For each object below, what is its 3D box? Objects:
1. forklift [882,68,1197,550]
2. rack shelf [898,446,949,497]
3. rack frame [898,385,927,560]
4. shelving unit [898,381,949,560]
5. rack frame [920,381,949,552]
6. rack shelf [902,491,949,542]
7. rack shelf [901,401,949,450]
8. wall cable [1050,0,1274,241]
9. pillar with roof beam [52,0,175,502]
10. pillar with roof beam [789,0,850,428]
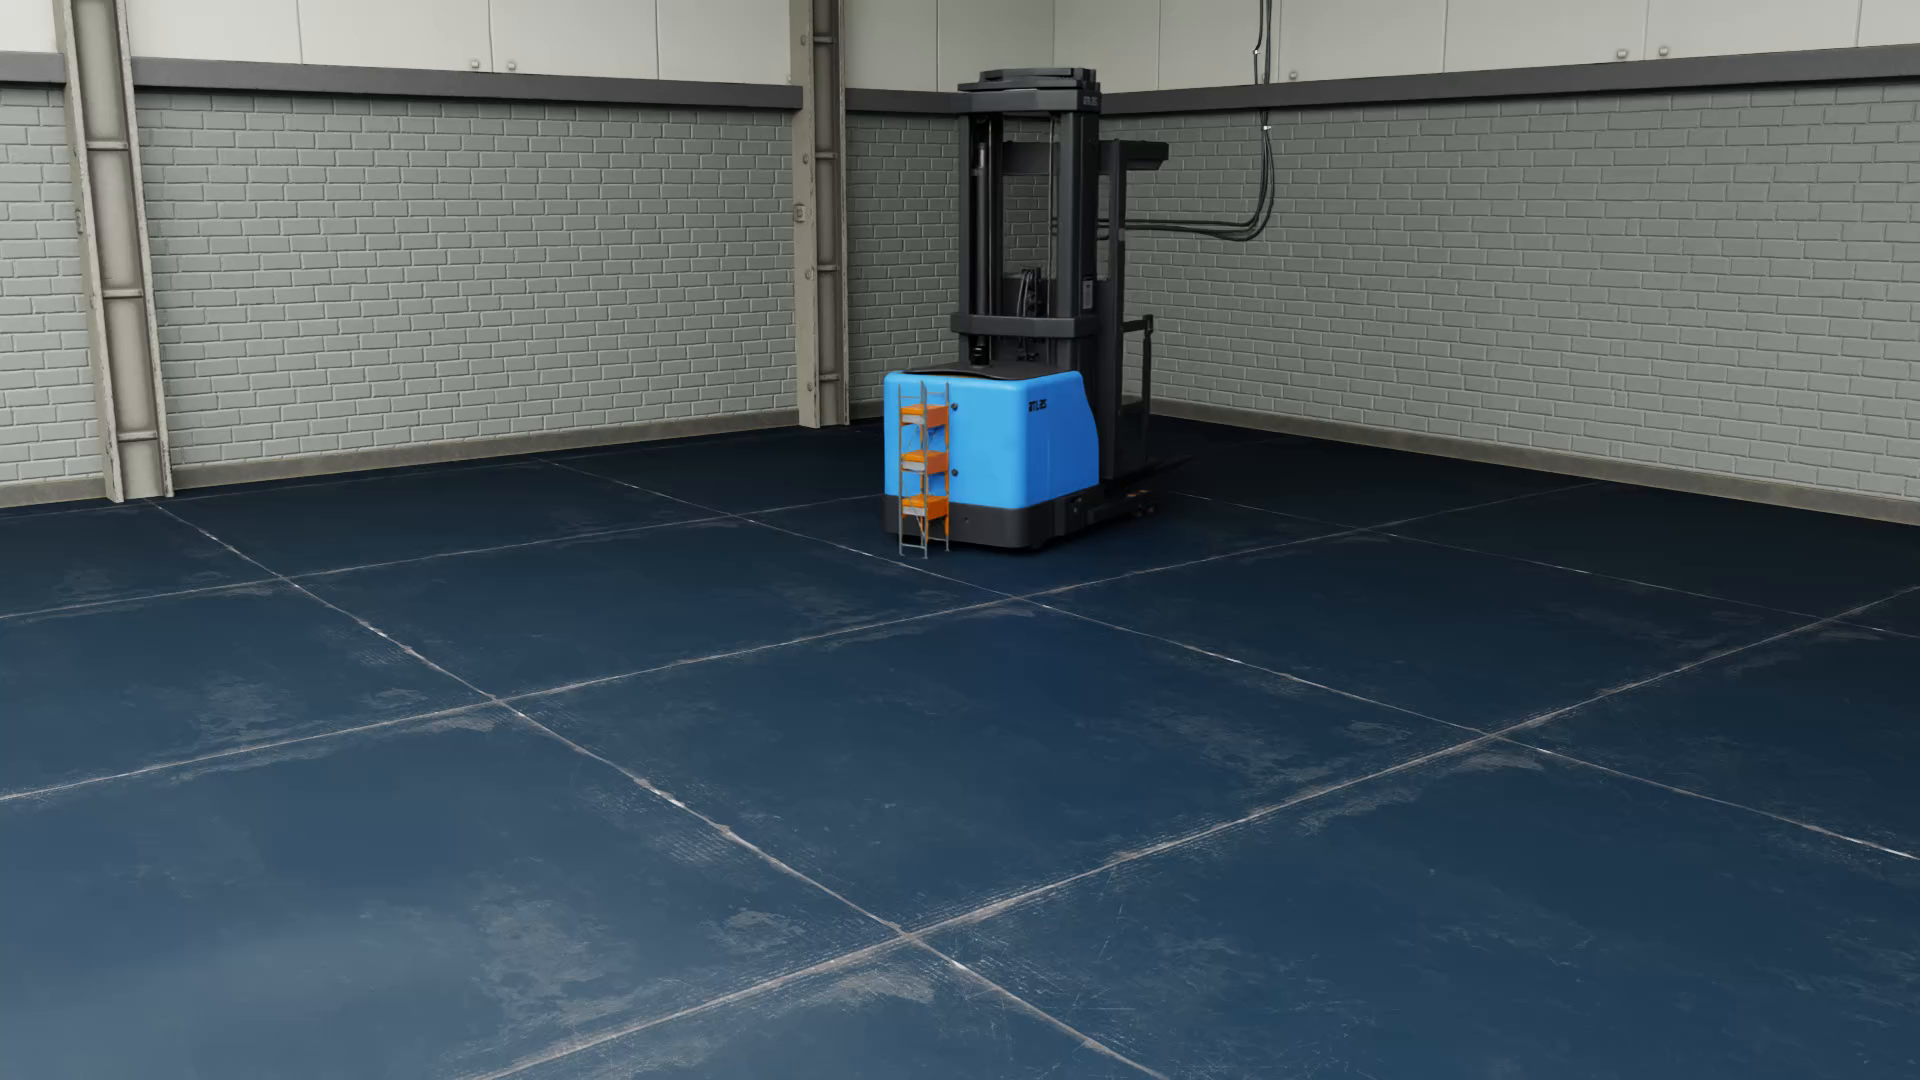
[{"bbox_3d":[0.711,-1.630,11.250,1.130,2.935,3.031,7,14,31],"label":"forklift"},{"bbox_3d":[-0.220,-0.418,10.119,0.215,0.259,0.240,7,14,31],"label":"rack shelf"},{"bbox_3d":[-0.284,-0.406,10.015,0.200,1.050,0.008,7,14,31],"label":"rack frame"},{"bbox_3d":[-0.220,-0.428,10.117,0.215,1.050,0.252,7,14,31],"label":"shelving unit"},{"bbox_3d":[-0.156,-0.450,10.218,0.200,1.050,0.008,7,14,31],"label":"rack frame"},{"bbox_3d":[-0.220,-0.146,10.177,0.215,0.259,0.240,7,14,31],"label":"rack shelf"},{"bbox_3d":[-0.220,-0.695,10.060,0.215,0.259,0.240,7,14,31],"label":"rack shelf"},{"bbox_3d":[1.833,-4.148,15.972,0.112,2.526,3.097,-9,15,-38],"label":"wall cable"},{"bbox_3d":[-3.290,-4.022,7.905,0.400,9.000,9.100,-9,15,-38],"label":"pillar with roof beam"},{"bbox_3d":[1.396,-4.800,11.571,0.400,9.000,9.100,-9,15,-38],"label":"pillar with roof beam"}]
